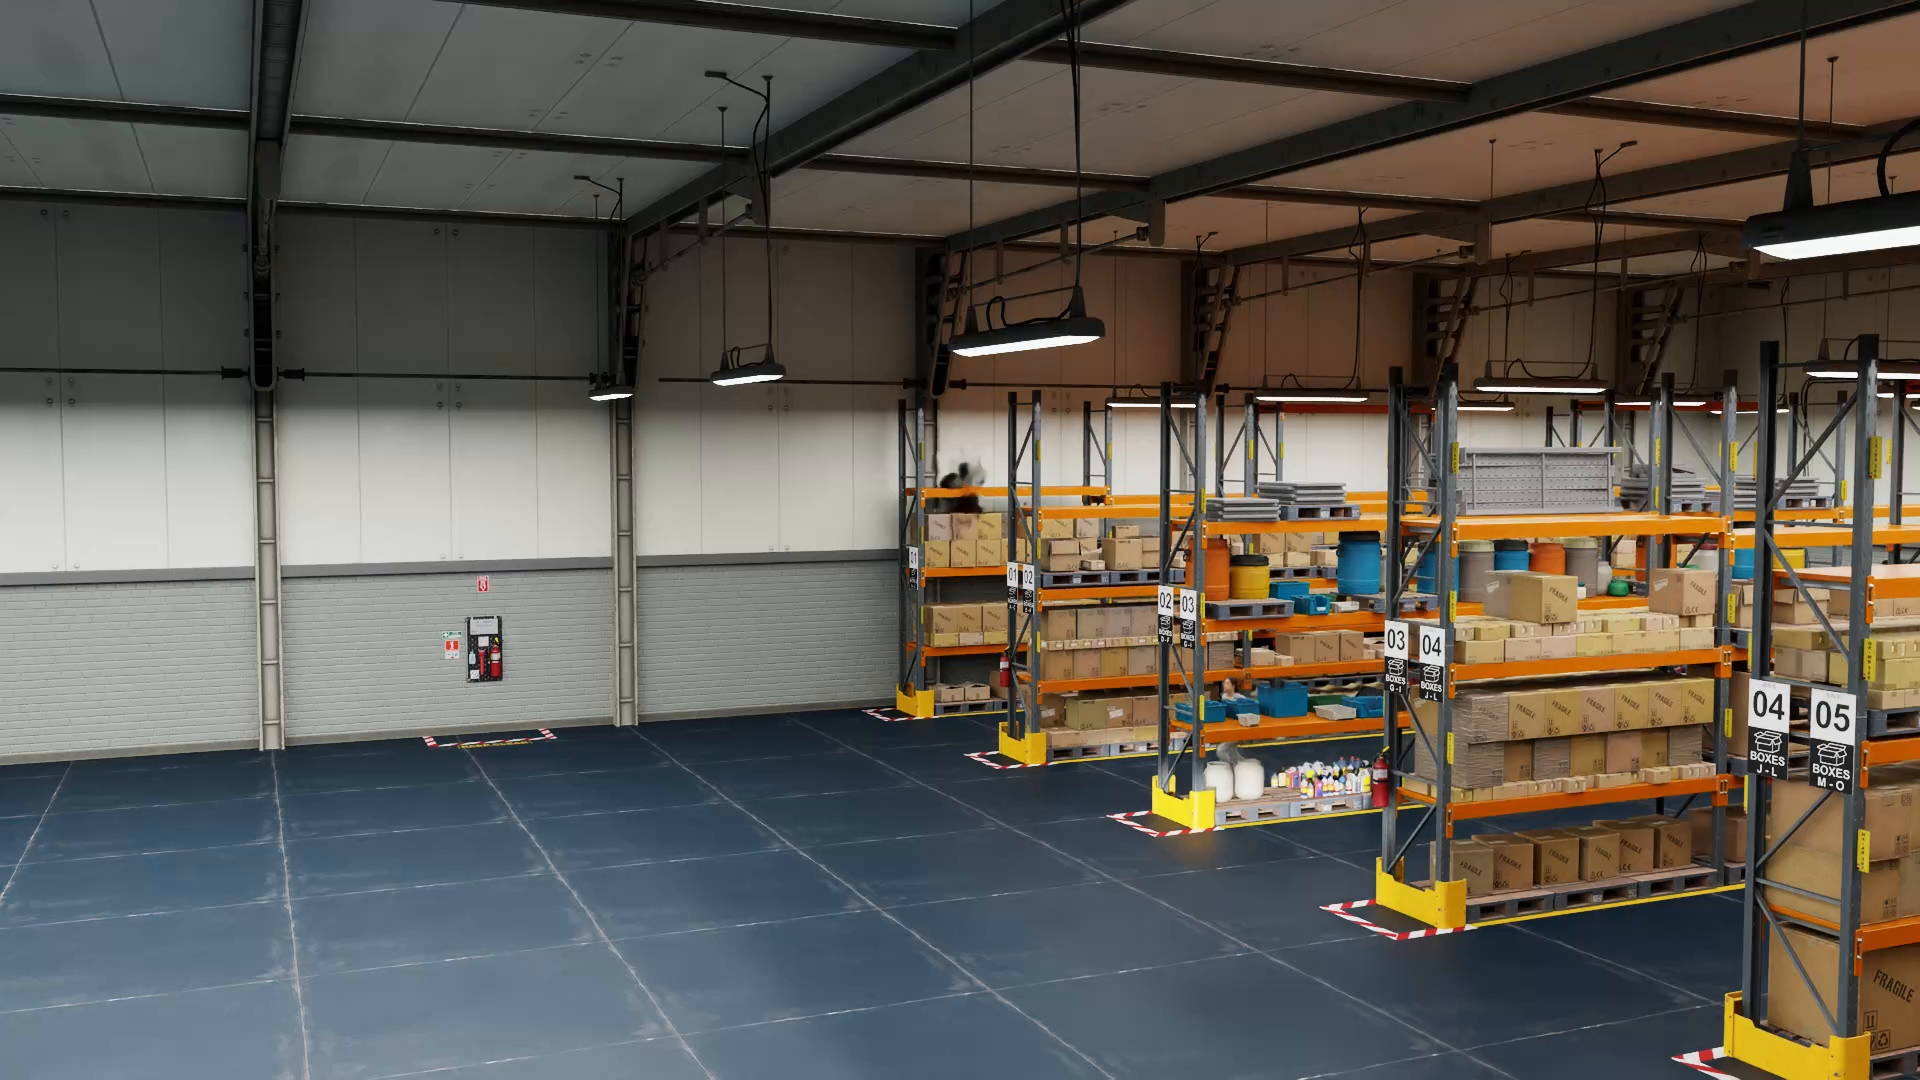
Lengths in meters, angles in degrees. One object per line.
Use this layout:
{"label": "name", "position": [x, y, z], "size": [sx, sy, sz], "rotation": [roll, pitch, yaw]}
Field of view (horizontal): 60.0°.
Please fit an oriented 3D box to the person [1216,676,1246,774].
{"label": "person", "position": [4.053, 2.883, 24.842], "size": [0.731, 1.710, 0.542], "rotation": [-1, 4, -22]}
